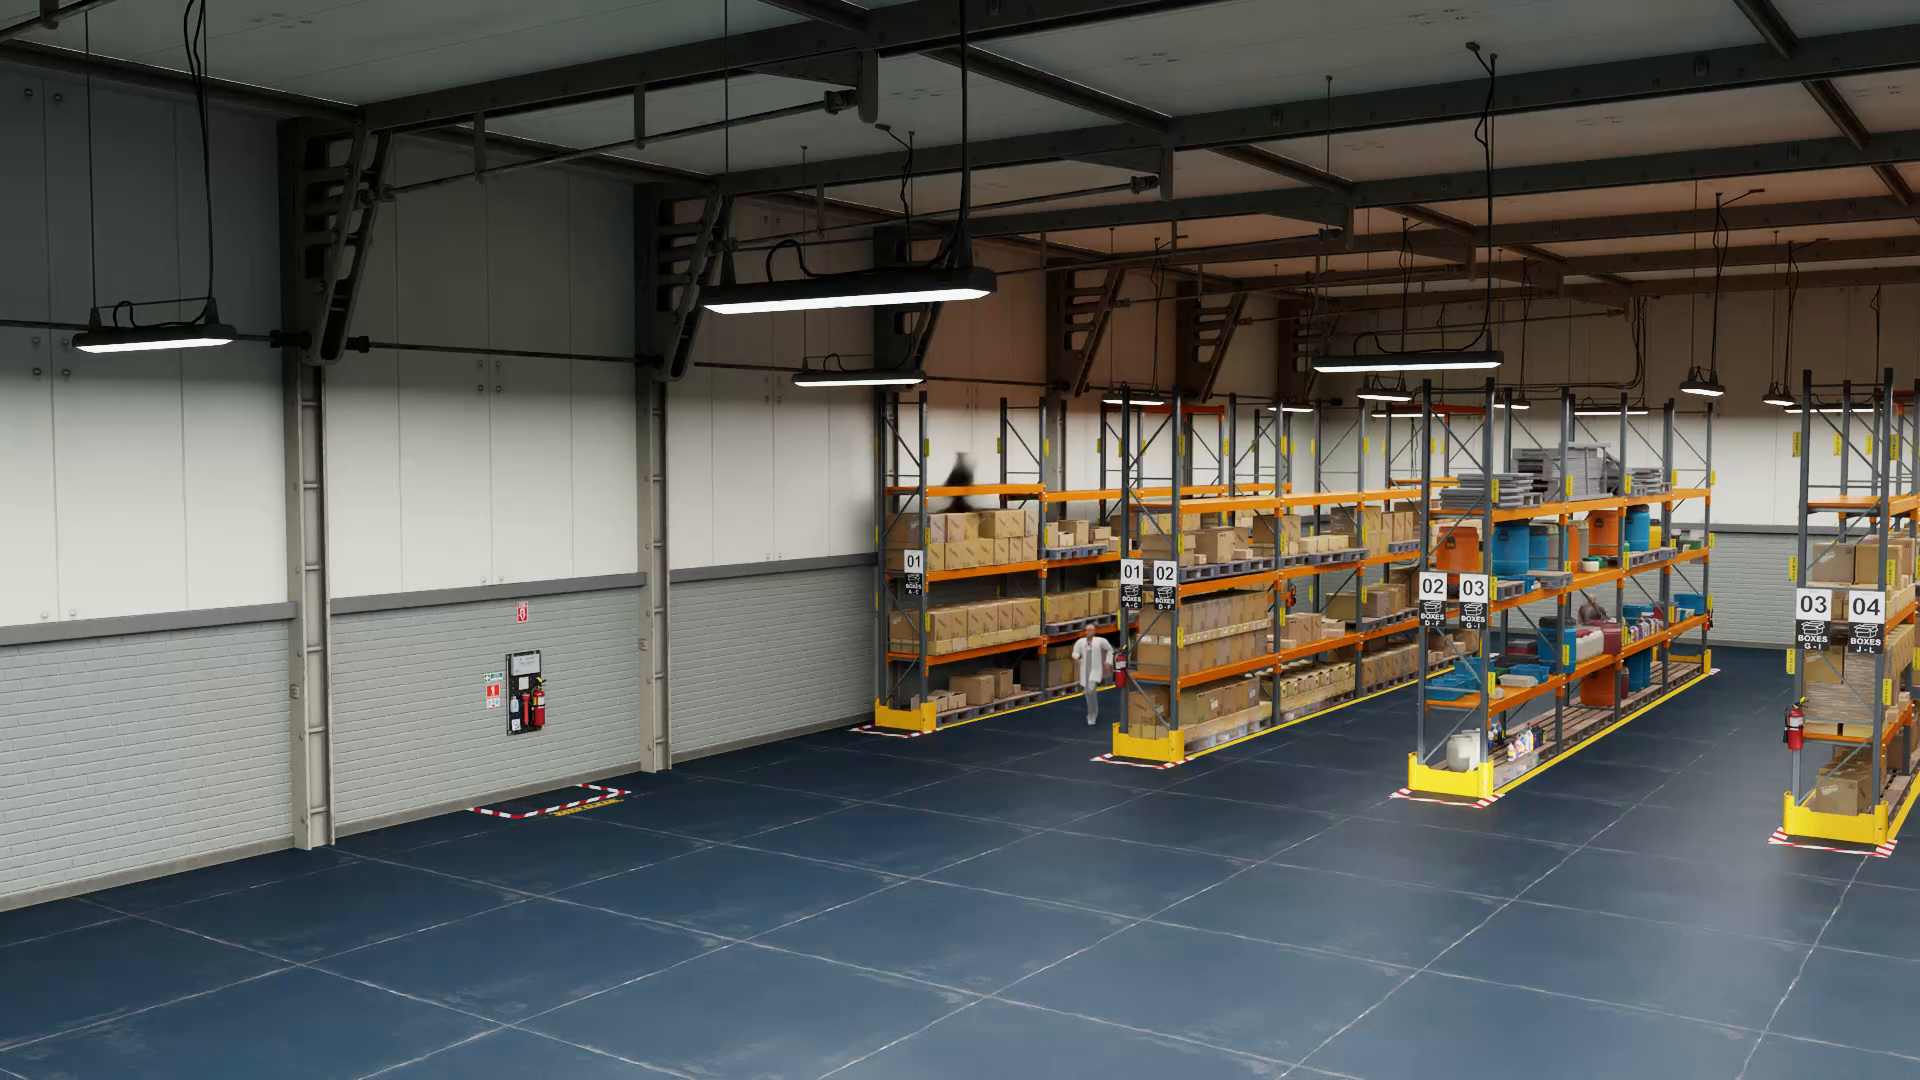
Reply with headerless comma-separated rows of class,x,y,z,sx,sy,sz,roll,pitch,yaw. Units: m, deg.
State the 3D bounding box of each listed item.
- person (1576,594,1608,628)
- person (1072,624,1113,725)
person,14.186,2.089,37.301,0.820,1.786,0.740,-3,4,-45
person,2.383,2.442,30.257,0.682,1.836,0.907,1,3,25
